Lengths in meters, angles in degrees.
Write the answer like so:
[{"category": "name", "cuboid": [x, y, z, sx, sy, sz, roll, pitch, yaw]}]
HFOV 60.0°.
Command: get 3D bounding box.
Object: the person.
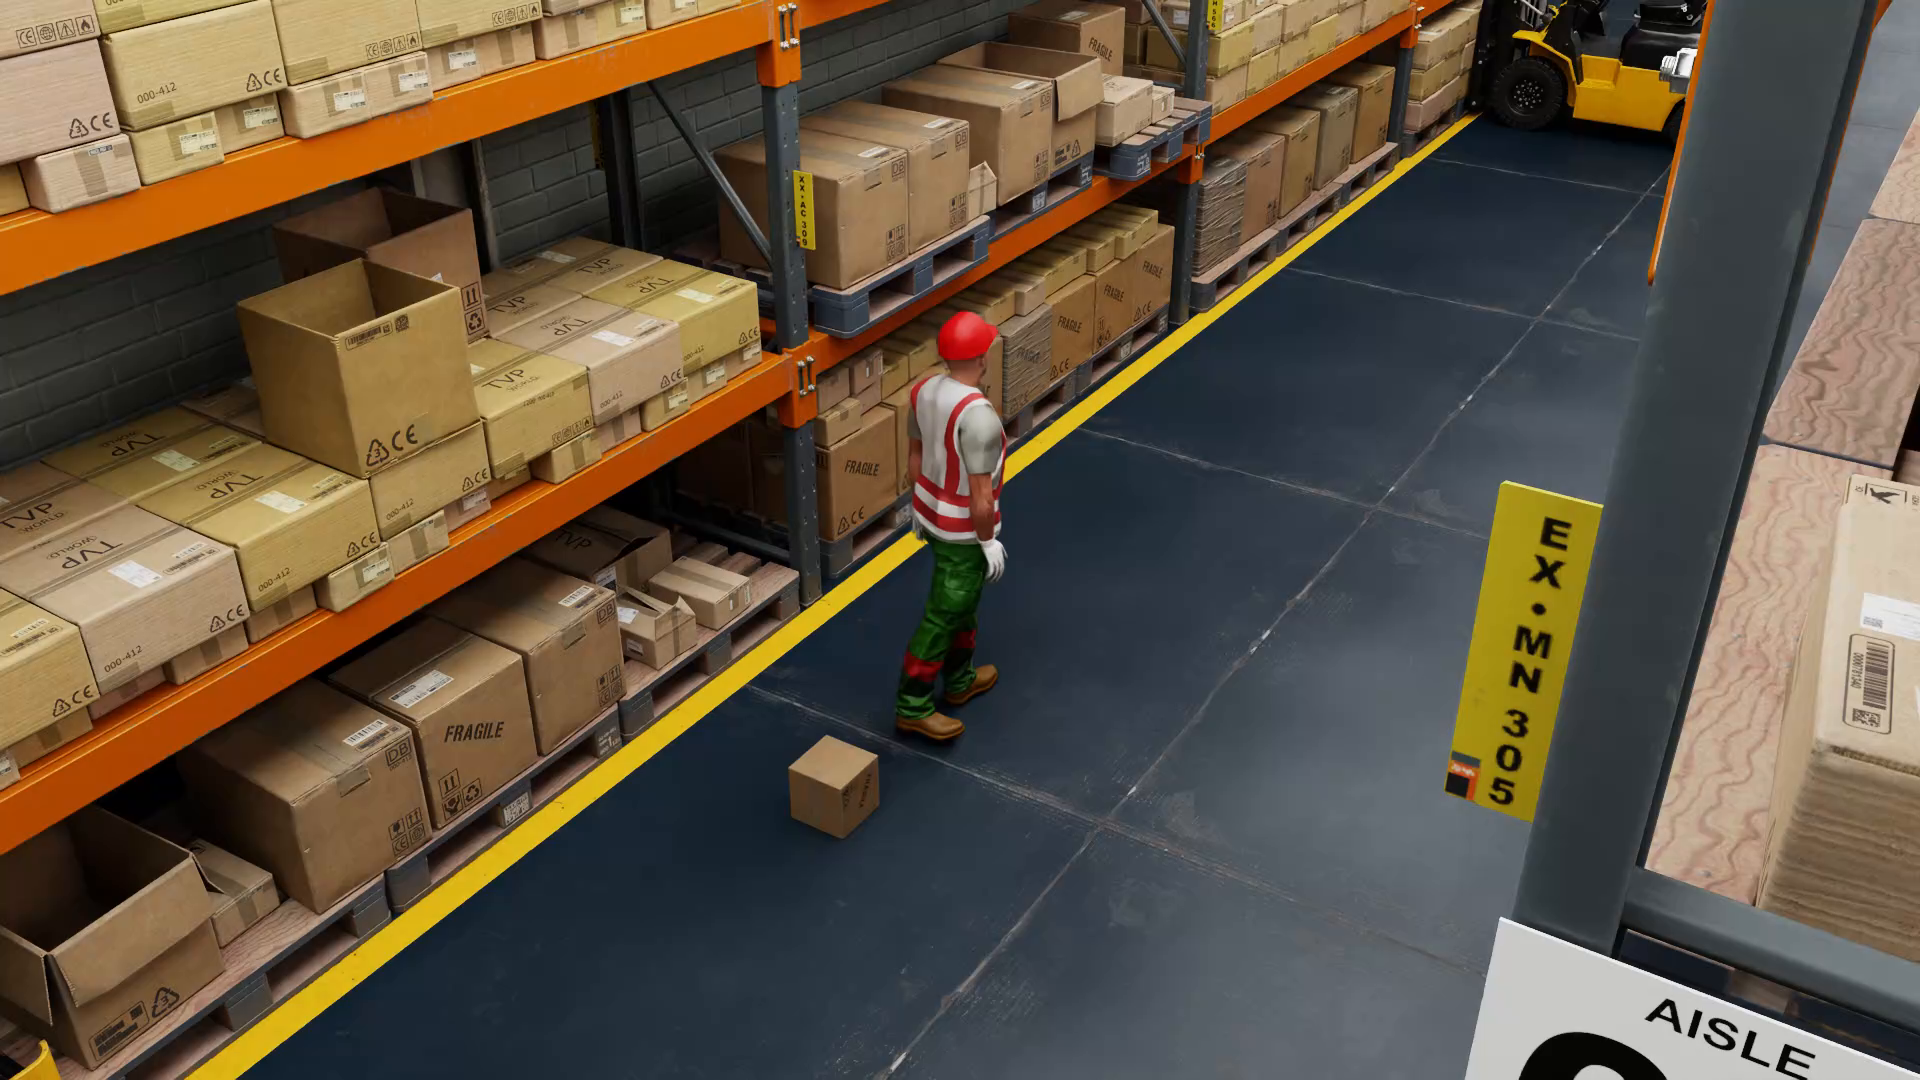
[{"category": "person", "cuboid": [-0.043, -0.049, 6.695, 0.574, 1.779, 0.569, -14, 33, -23]}]
